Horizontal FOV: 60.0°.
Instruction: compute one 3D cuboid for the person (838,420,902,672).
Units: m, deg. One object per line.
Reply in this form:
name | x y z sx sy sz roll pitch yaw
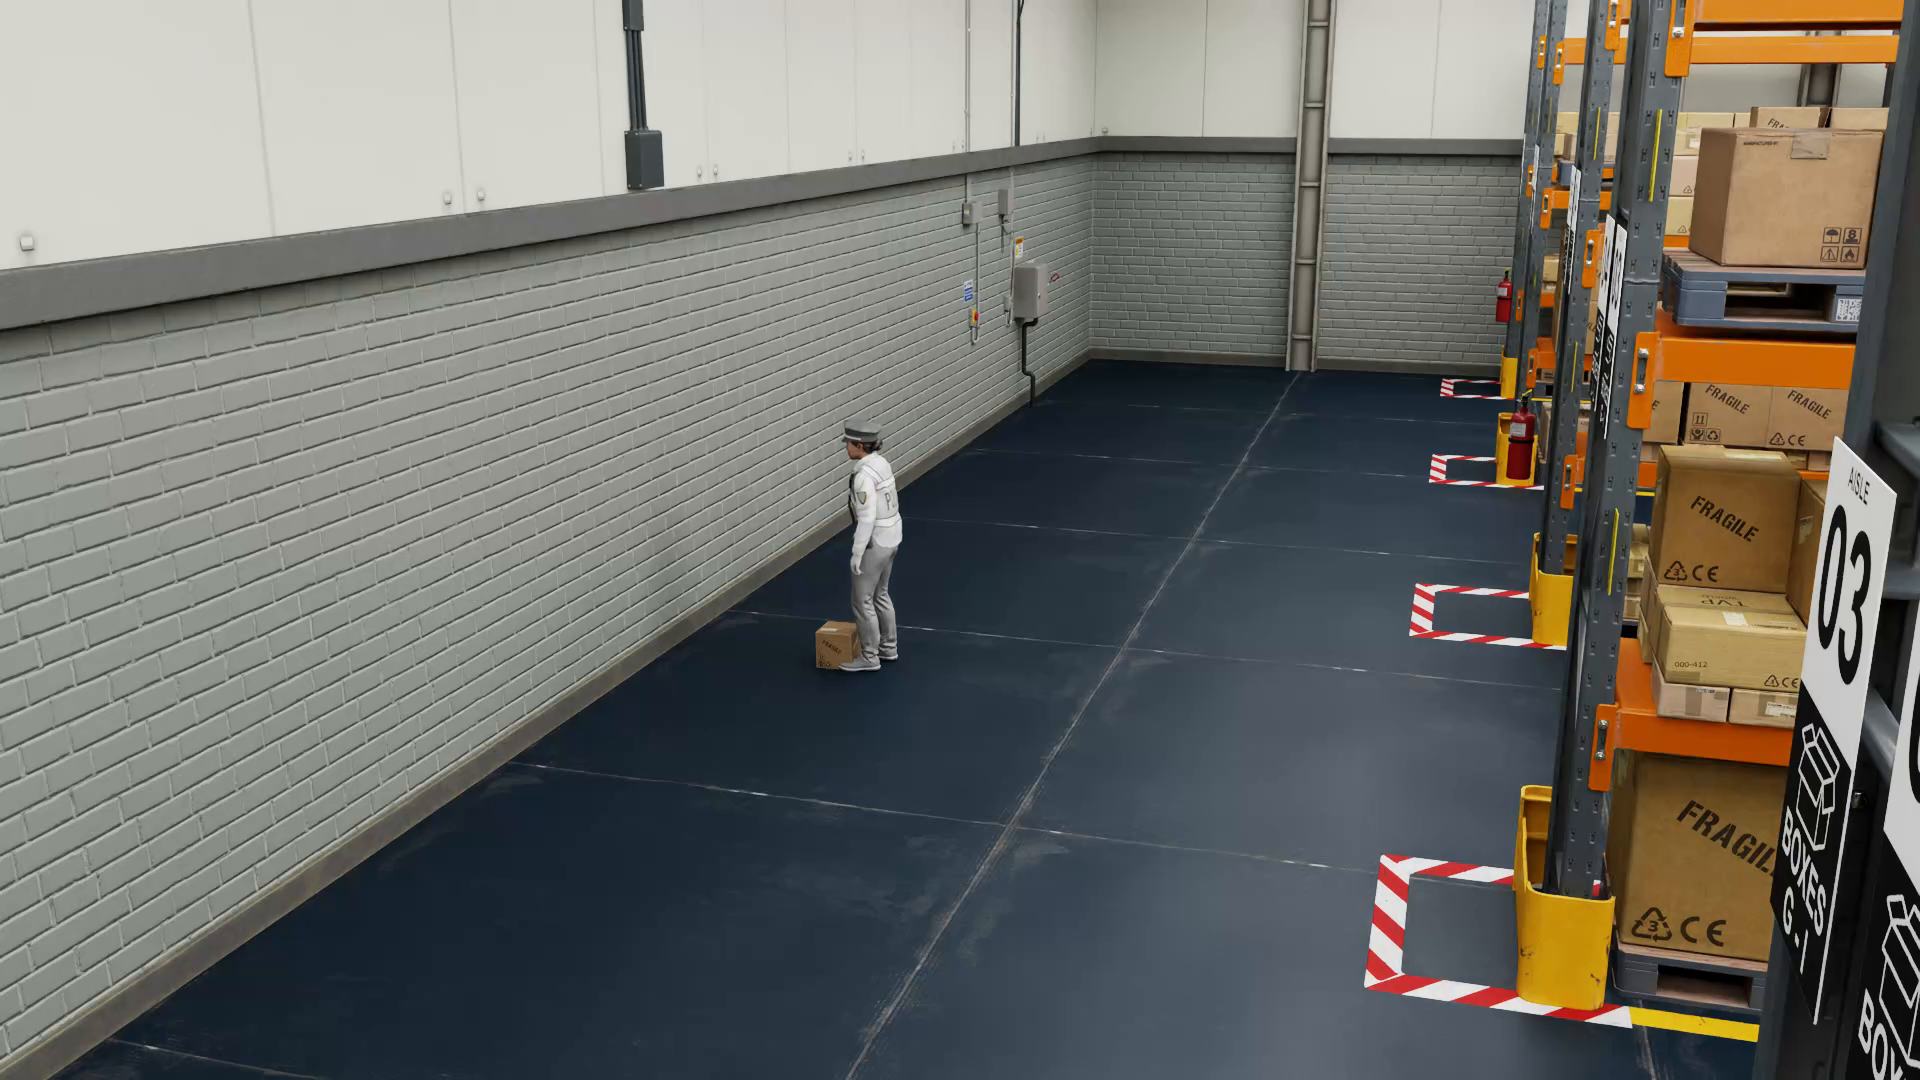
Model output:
person | -0.593 0.040 10.859 0.406 1.666 0.544 4 16 14
